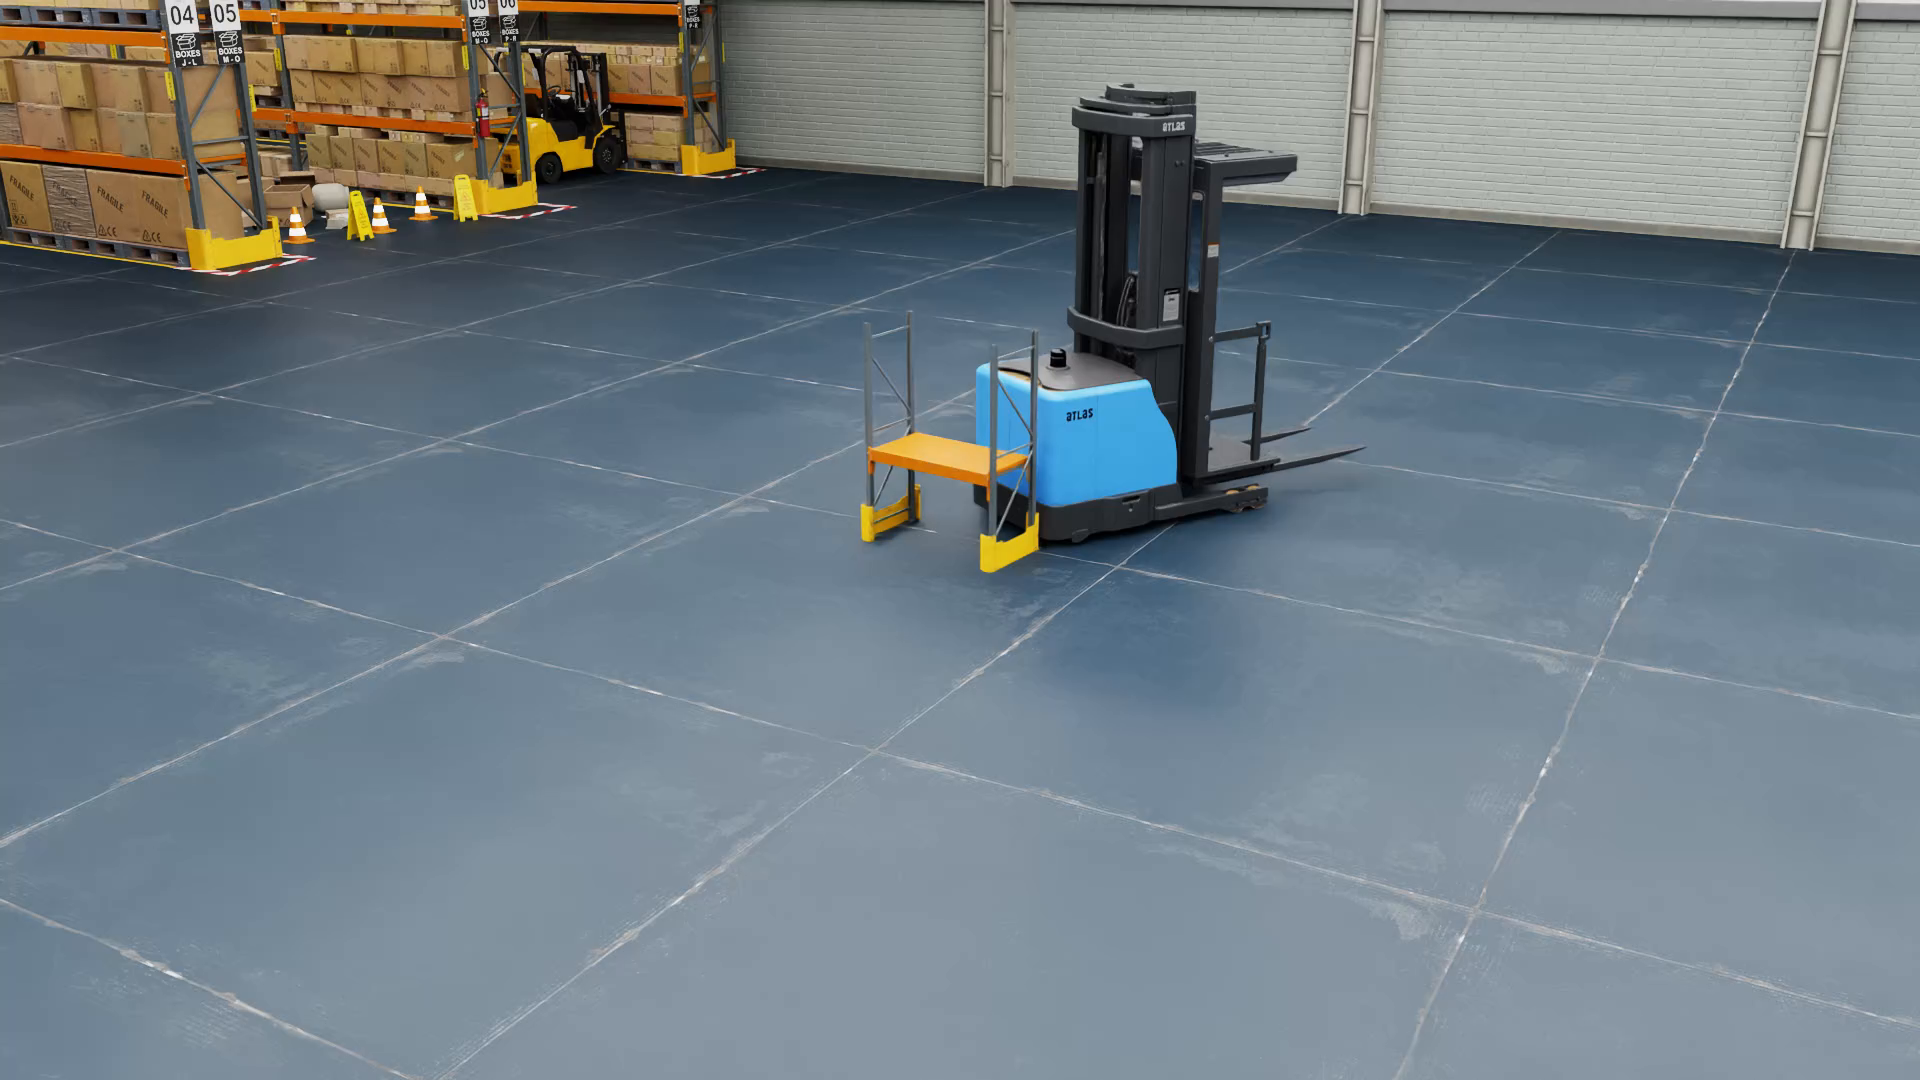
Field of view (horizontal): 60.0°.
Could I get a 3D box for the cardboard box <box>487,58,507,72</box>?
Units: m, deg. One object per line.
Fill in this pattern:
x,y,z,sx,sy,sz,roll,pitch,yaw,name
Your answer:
-8.474,-8.740,30.549,0.500,0.250,0.500,10,22,26,cardboard box

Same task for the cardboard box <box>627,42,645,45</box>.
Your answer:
-5.699,-8.765,29.594,0.250,0.149,0.380,10,22,26,cardboard box

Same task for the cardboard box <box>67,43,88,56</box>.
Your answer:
-14.861,-8.365,28.415,0.500,0.500,0.500,11,23,28,cardboard box

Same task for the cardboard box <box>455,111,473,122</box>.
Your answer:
-7.277,-6.307,24.723,0.250,0.149,0.380,12,23,29,cardboard box

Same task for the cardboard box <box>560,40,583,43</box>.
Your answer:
-7.058,-9.005,30.257,0.250,0.149,0.380,11,22,27,cardboard box

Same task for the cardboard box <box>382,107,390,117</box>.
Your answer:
-8.602,-6.567,25.439,0.250,0.149,0.380,11,23,27,cardboard box

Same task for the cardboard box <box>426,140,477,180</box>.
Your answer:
-7.673,-5.740,25.106,0.500,0.500,0.500,11,23,28,cardboard box

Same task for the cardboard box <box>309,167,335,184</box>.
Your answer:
-9.955,-5.818,26.423,0.500,0.250,0.500,10,22,25,cardboard box

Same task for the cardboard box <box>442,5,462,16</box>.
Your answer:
-7.294,-7.695,24.149,0.250,0.149,0.380,11,23,28,cardboard box

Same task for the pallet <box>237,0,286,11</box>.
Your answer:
-10.825,-8.548,26.409,1.003,0.211,1.213,11,23,27,pallet

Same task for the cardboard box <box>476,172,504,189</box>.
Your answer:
-7.415,-5.548,25.678,0.500,0.250,0.500,11,22,27,cardboard box

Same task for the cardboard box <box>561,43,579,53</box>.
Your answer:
-6.873,-8.756,29.570,0.250,0.149,0.380,10,22,26,cardboard box

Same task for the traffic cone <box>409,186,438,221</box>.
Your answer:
-7.851,-4.922,24.255,0.334,0.463,0.336,11,23,27,traffic cone

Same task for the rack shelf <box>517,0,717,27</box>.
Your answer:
-6.175,-9.310,29.287,4.000,0.370,1.077,11,23,27,rack shelf

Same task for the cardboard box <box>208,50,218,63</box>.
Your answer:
-11.734,-7.655,26.869,0.500,0.500,0.500,12,23,29,cardboard box

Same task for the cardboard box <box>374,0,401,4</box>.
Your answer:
-8.318,-8.080,24.626,0.500,0.250,0.500,12,23,29,cardboard box

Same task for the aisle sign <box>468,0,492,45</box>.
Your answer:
-6.933,-7.552,23.974,0.004,0.787,0.394,11,23,27,aisle sign

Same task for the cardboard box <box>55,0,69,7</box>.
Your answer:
-10.959,-6.681,20.592,0.250,0.149,0.380,11,23,28,cardboard box

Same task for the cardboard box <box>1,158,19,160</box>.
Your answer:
-13.250,-4.818,22.932,0.750,0.750,1.050,11,23,27,cardboard box

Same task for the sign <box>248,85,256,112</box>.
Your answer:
-8.896,-5.545,20.867,0.005,0.325,0.100,11,23,27,sign

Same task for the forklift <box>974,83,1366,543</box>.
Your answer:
1.627,-1.711,11.783,3.031,2.935,1.130,-12,23,-29,forklift

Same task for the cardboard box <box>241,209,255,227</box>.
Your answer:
-10.265,-4.579,23.599,0.258,0.266,0.396,16,25,36,cardboard box

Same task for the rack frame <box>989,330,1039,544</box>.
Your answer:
0.346,-0.572,10.743,0.032,1.500,0.500,14,24,34,rack frame

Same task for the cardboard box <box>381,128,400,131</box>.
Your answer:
-10.875,-8.209,32.463,0.625,0.625,0.875,12,23,29,cardboard box

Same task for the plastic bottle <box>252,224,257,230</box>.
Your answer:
-9.865,-4.414,23.445,0.283,0.061,0.133,3,20,9,plastic bottle

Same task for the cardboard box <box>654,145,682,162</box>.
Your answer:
-4.993,-6.794,29.113,0.500,0.250,0.500,11,23,28,cardboard box

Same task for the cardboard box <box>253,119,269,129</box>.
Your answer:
-14.123,-8.690,33.973,0.500,0.500,0.500,10,22,27,cardboard box

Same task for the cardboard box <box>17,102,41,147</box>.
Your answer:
-11.845,-5.530,21.990,0.550,0.550,0.875,11,23,27,cardboard box

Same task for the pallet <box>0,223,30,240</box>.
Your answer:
-13.374,-4.397,23.176,1.213,0.211,1.003,11,23,27,pallet

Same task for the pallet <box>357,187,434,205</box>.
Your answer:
-8.665,-5.478,26.156,1.213,0.211,1.003,11,23,27,pallet

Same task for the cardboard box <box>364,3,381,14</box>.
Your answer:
-8.657,-7.937,24.817,0.250,0.149,0.380,10,22,27,cardboard box

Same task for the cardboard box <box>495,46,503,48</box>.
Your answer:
-8.549,-9.147,31.084,0.250,0.149,0.380,11,23,27,cardboard box

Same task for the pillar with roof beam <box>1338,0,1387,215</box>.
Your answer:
3.780,-7.832,19.760,0.400,9.000,9.100,11,23,27,pillar with roof beam

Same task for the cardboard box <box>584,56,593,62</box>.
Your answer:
-6.430,-8.528,29.378,0.250,0.149,0.380,10,22,26,cardboard box

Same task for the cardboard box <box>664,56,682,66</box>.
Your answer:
-4.868,-8.231,28.560,0.250,0.149,0.380,11,23,28,cardboard box

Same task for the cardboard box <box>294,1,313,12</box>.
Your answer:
-9.985,-8.198,25.537,0.250,0.149,0.380,11,23,27,cardboard box

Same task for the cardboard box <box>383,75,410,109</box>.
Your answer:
-8.324,-6.791,25.104,0.500,0.500,0.500,11,23,27,cardboard box

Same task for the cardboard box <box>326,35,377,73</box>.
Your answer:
-9.199,-7.428,25.395,0.500,0.500,0.700,10,22,26,cardboard box

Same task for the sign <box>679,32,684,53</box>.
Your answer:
-4.705,-8.402,28.082,0.005,0.325,0.100,11,23,27,sign

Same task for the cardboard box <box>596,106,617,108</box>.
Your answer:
-6.512,-7.753,30.290,0.500,0.250,0.500,11,23,28,cardboard box

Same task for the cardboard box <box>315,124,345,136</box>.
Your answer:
-9.875,-6.437,26.078,0.250,0.149,0.380,11,23,28,cardboard box

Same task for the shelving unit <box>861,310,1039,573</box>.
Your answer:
-0.071,-0.677,11.031,1.083,1.500,0.587,14,24,34,shelving unit

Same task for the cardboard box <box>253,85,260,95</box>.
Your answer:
-11.144,-7.224,26.634,0.250,0.149,0.380,10,22,26,cardboard box

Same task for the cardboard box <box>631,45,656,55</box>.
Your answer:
-5.497,-8.525,28.933,0.250,0.149,0.380,11,23,28,cardboard box

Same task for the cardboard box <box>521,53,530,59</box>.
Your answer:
-7.771,-8.791,30.103,0.250,0.149,0.380,10,22,26,cardboard box

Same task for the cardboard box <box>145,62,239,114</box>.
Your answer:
-9.477,-5.588,20.567,0.550,0.550,0.875,11,23,27,cardboard box

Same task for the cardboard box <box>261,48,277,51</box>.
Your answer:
-11.045,-7.723,27.058,0.500,0.500,0.500,11,23,27,cardboard box

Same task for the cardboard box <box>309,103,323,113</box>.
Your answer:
-9.974,-6.800,26.080,0.250,0.149,0.380,12,23,29,cardboard box

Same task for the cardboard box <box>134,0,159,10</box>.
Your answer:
-9.627,-6.427,19.892,0.250,0.149,0.380,11,23,27,cardboard box

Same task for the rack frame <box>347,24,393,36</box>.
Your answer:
-11.413,-9.236,32.427,0.127,3.000,1.000,11,23,27,rack frame

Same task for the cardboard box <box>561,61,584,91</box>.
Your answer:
-6.755,-8.300,29.702,0.500,0.500,0.500,11,22,27,cardboard box

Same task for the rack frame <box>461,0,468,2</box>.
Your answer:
-6.846,-9.247,23.661,0.127,3.000,1.000,11,23,27,rack frame

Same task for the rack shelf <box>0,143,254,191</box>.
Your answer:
-10.918,-4.931,21.615,4.000,0.370,1.077,11,23,27,rack shelf

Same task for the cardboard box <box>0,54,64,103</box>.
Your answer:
-12.359,-6.108,22.002,0.550,0.550,0.875,11,23,27,cardboard box
